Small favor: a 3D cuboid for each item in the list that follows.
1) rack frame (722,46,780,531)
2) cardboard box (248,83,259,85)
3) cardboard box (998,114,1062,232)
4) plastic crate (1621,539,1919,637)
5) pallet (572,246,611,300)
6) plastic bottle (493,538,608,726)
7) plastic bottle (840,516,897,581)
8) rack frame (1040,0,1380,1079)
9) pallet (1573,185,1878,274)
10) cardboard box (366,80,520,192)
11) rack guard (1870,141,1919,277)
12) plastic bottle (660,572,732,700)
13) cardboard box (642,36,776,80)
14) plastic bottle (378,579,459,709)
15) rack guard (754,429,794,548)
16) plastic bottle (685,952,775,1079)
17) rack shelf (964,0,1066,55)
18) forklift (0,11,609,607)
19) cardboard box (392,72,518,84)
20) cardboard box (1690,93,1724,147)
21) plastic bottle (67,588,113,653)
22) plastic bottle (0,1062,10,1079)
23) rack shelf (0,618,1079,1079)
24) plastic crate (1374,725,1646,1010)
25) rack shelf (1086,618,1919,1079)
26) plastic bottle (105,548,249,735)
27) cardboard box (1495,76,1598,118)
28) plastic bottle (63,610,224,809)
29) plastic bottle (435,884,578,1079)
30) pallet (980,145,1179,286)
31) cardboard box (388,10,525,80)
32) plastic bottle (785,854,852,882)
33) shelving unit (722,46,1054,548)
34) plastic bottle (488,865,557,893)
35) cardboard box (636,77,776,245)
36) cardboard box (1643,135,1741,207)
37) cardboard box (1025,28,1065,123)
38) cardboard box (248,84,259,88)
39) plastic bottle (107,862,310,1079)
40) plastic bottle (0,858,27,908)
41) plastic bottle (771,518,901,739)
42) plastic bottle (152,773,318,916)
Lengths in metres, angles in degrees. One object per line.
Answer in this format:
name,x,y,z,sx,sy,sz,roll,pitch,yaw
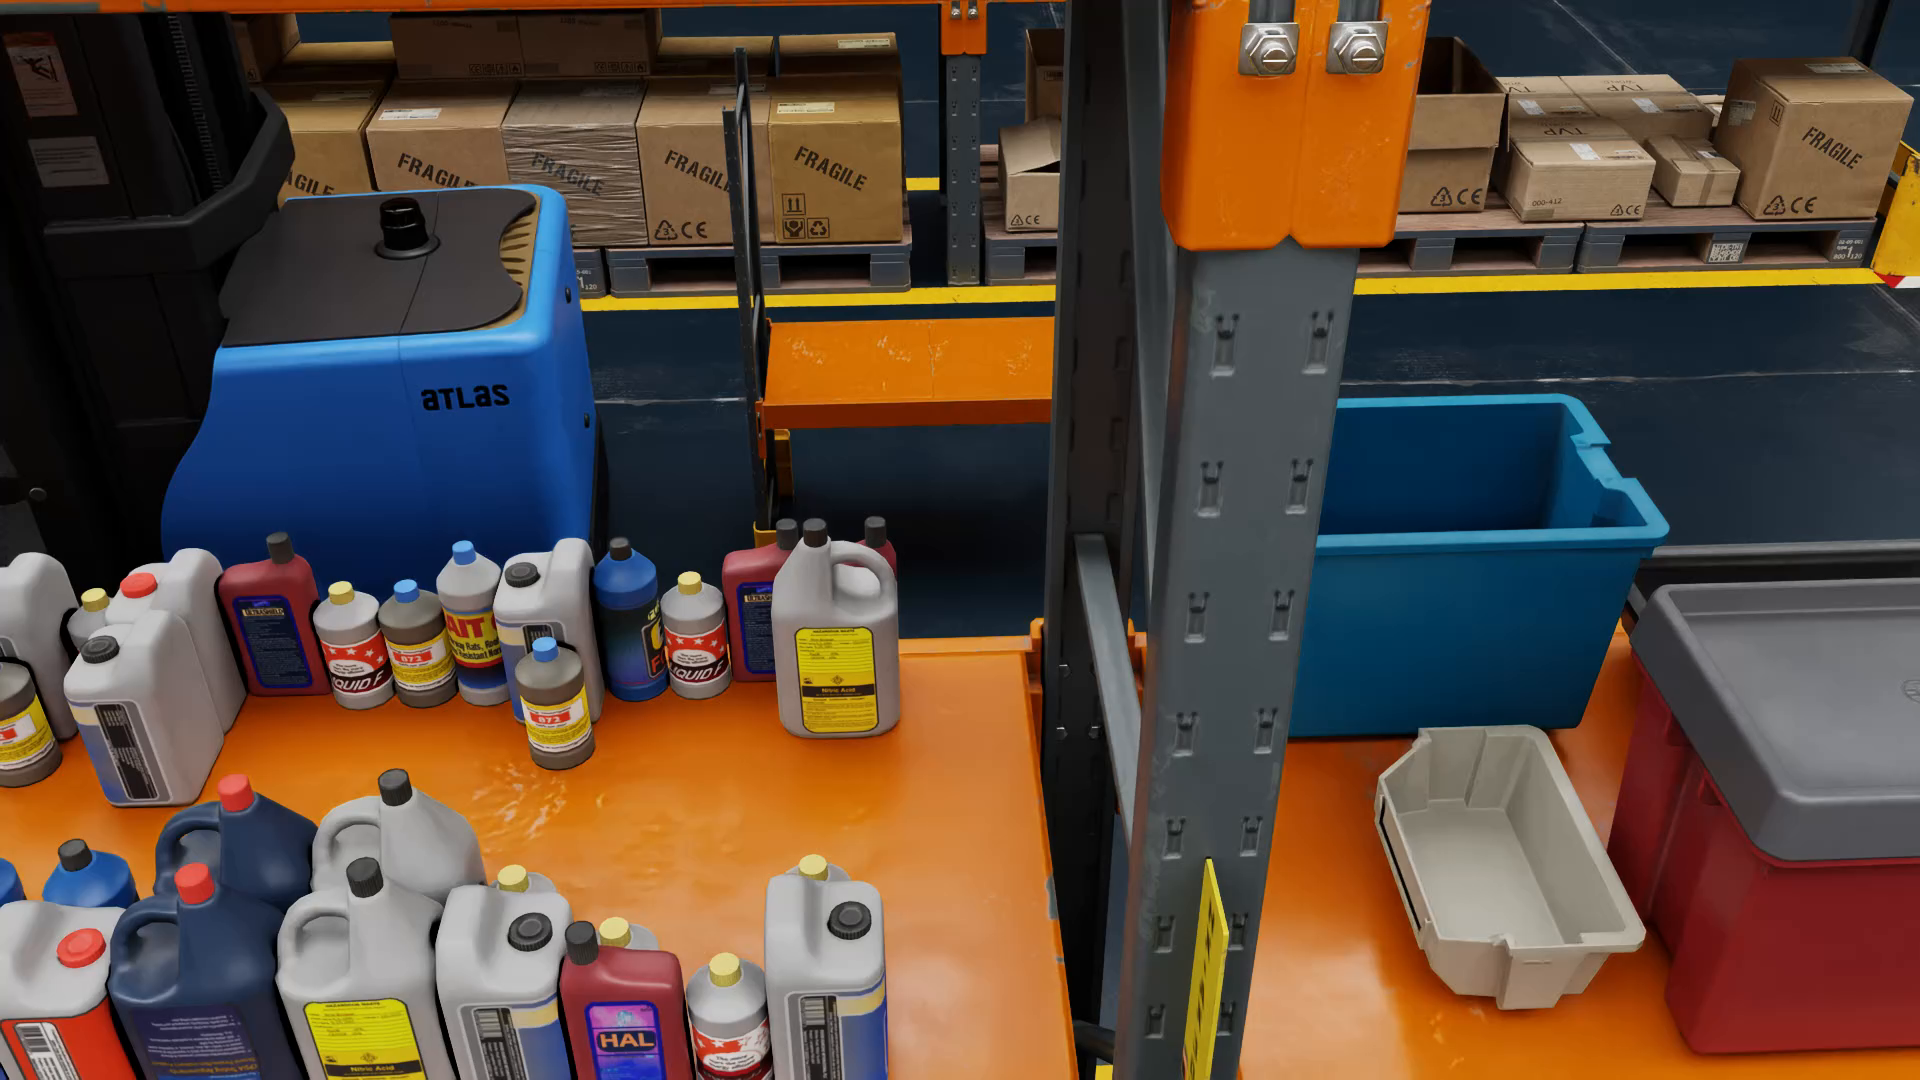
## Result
rack frame,-0.593,-0.601,4.800,0.032,1.500,0.500,-2,35,-2
cardboard box,-3.081,-1.745,6.946,0.500,0.500,0.500,0,35,0
cardboard box,0.421,-1.505,6.765,0.500,0.311,0.500,-2,35,-2
plastic crate,1.328,0.180,2.543,0.590,0.125,0.437,-2,35,-2
pallet,-2.041,-1.316,6.967,1.213,0.211,1.003,-2,35,-2
plastic bottle,-0.623,0.131,2.533,0.135,0.276,0.152,-2,35,-2
plastic bottle,-0.164,0.090,2.587,0.133,0.283,0.061,-2,35,-2
rack frame,0.223,0.277,2.215,0.053,2.616,0.949,-2,35,-2
pallet,3.115,-1.478,7.201,1.213,0.211,1.003,-2,35,-2
cardboard box,-1.991,-1.481,6.564,0.500,0.500,0.500,-3,35,-4
rack guard,3.911,-1.619,7.150,0.348,0.500,1.175,-2,35,-2
plastic bottle,-0.412,0.141,2.585,0.097,0.201,0.097,0,35,0
cardboard box,-1.035,-1.799,7.024,0.500,0.500,0.500,-1,35,-2
plastic bottle,-0.838,0.152,2.569,0.097,0.201,0.097,0,35,0
rack guard,-0.574,-0.087,5.156,0.087,0.250,0.587,-2,35,-2
plastic bottle,-0.270,0.569,1.966,0.097,0.201,0.097,0,35,0
rack shelf,1.989,-2.299,6.569,4.000,0.370,1.077,-2,35,-2
forklift,-2.578,-0.984,4.097,3.031,2.935,1.130,-5,35,-7
cardboard box,-2.040,-1.776,6.991,0.500,0.500,0.500,-3,35,-4
cardboard box,3.303,-1.842,7.379,0.250,0.166,0.380,-2,35,-2
plastic bottle,-1.300,0.165,2.551,0.097,0.201,0.097,0,35,0
plastic bottle,-1.159,0.547,1.933,0.135,0.276,0.152,-2,35,-2
rack shelf,-1.775,0.624,2.344,4.000,0.370,1.077,-2,35,-2
plastic crate,0.694,0.427,2.176,0.243,0.136,0.396,-2,35,-2
rack shelf,2.220,0.517,2.500,4.000,0.370,1.077,-2,35,-2
plastic bottle,-1.183,0.146,2.511,0.135,0.276,0.152,-2,35,-2
cardboard box,2.432,-1.819,7.272,0.500,0.250,0.500,-2,35,-2
plastic bottle,-1.176,0.233,2.387,0.135,0.276,0.152,-2,35,-2
plastic bottle,-0.521,0.530,1.958,0.135,0.276,0.152,-2,35,-2
pallet,0.678,-1.412,7.106,1.213,0.211,1.003,-2,35,-2
cardboard box,-2.003,-2.087,6.781,0.500,0.250,0.500,-2,35,-3
plastic bottle,-0.180,0.480,2.095,0.097,0.201,0.097,0,35,0
shelving unit,-0.076,-0.615,4.820,1.083,1.500,0.587,-2,35,-2
plastic bottle,-0.545,0.490,2.080,0.097,0.201,0.097,0,35,0
cardboard box,-0.982,-1.509,6.605,0.500,0.500,0.500,-1,35,-2
cardboard box,3.047,-1.550,6.957,0.250,0.166,0.380,-2,35,-2
cardboard box,0.547,-1.871,7.127,0.500,0.500,0.500,-2,35,-2
cardboard box,-3.013,-1.454,6.524,0.500,0.500,0.500,-3,35,-4
plastic bottle,-0.865,0.511,1.920,0.185,0.351,0.144,-2,35,-2
plastic bottle,-1.183,0.479,2.036,0.097,0.271,0.097,0,35,0
plastic bottle,-0.185,0.121,2.482,0.185,0.351,0.144,-2,35,-2
plastic bottle,-0.872,0.429,2.038,0.185,0.351,0.144,-2,35,-2
